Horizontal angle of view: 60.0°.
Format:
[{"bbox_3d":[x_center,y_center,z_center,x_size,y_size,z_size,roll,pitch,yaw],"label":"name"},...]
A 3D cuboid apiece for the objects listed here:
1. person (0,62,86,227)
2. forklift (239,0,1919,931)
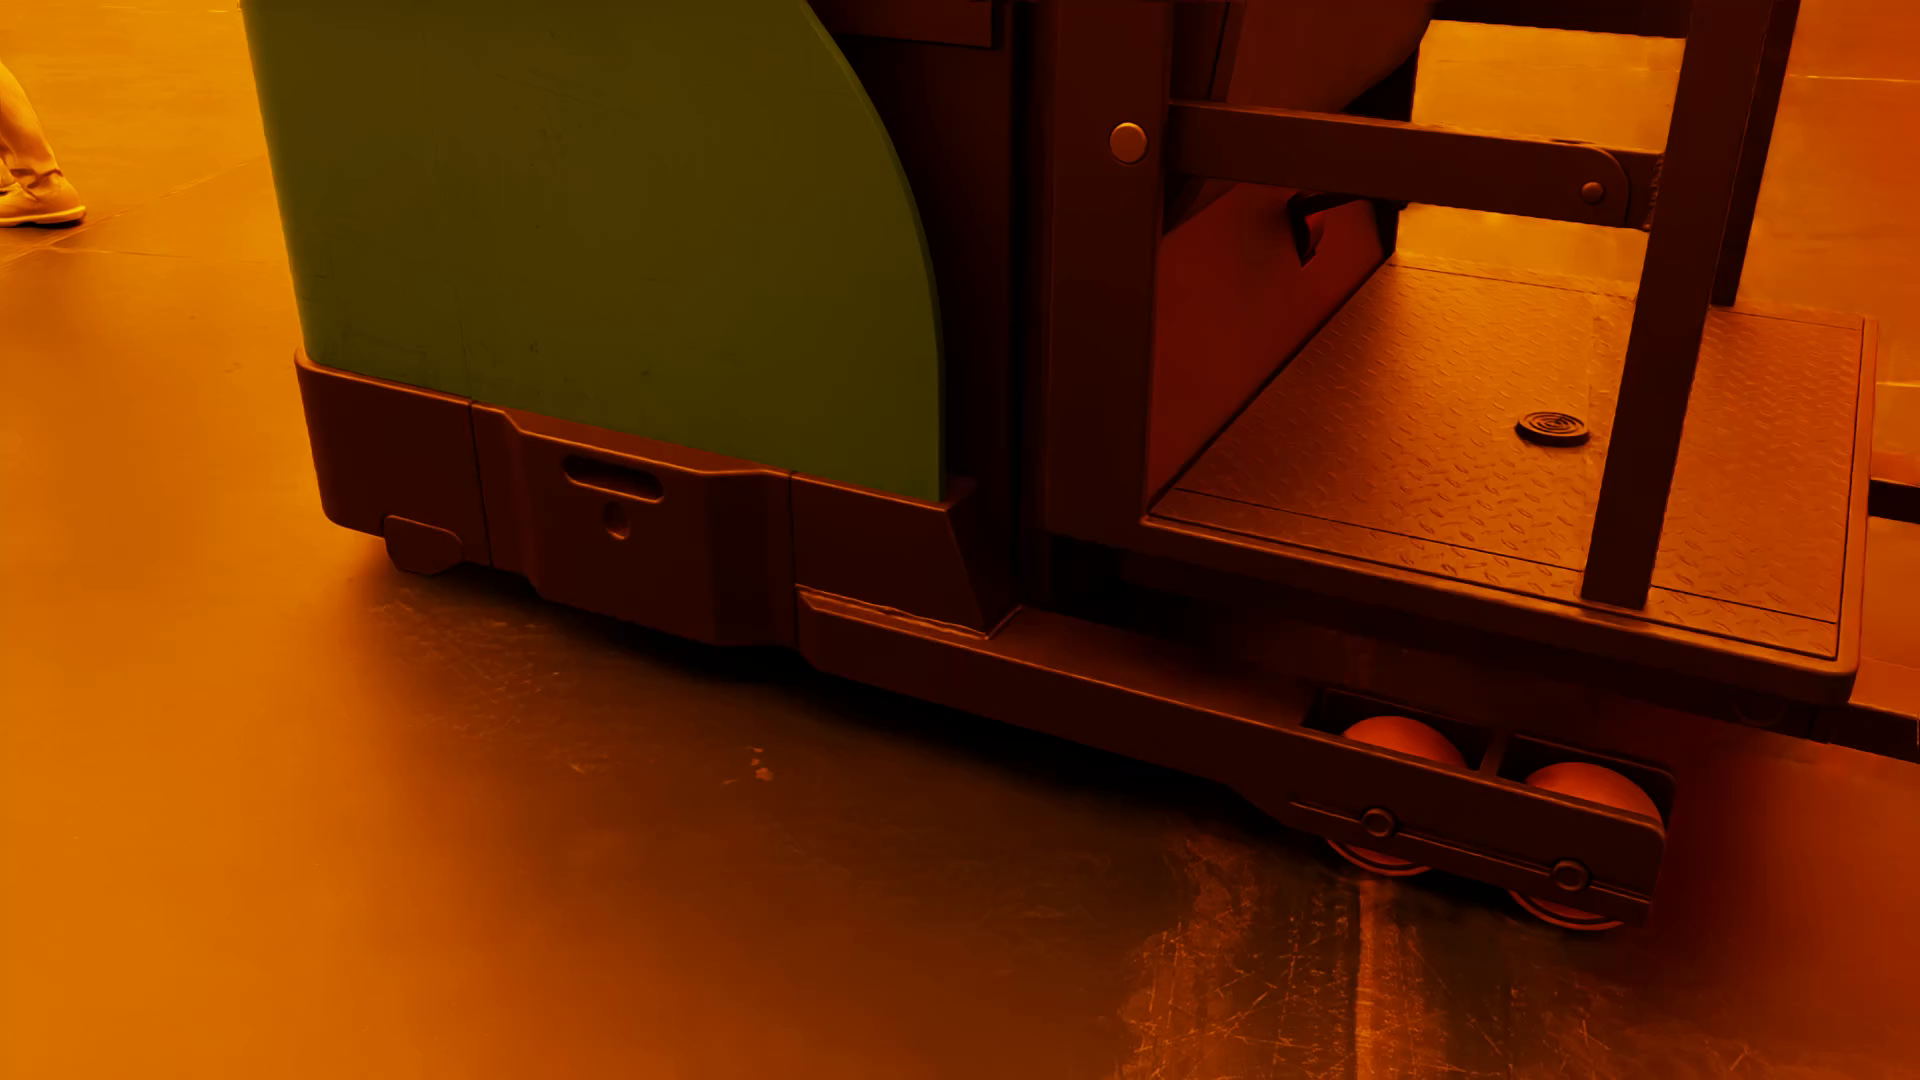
[{"bbox_3d":[-2.406,-1.545,3.787,0.658,1.672,0.919,6,27,12],"label":"person"},{"bbox_3d":[0.613,-1.183,1.591,3.031,2.935,1.130,13,30,24],"label":"forklift"}]
